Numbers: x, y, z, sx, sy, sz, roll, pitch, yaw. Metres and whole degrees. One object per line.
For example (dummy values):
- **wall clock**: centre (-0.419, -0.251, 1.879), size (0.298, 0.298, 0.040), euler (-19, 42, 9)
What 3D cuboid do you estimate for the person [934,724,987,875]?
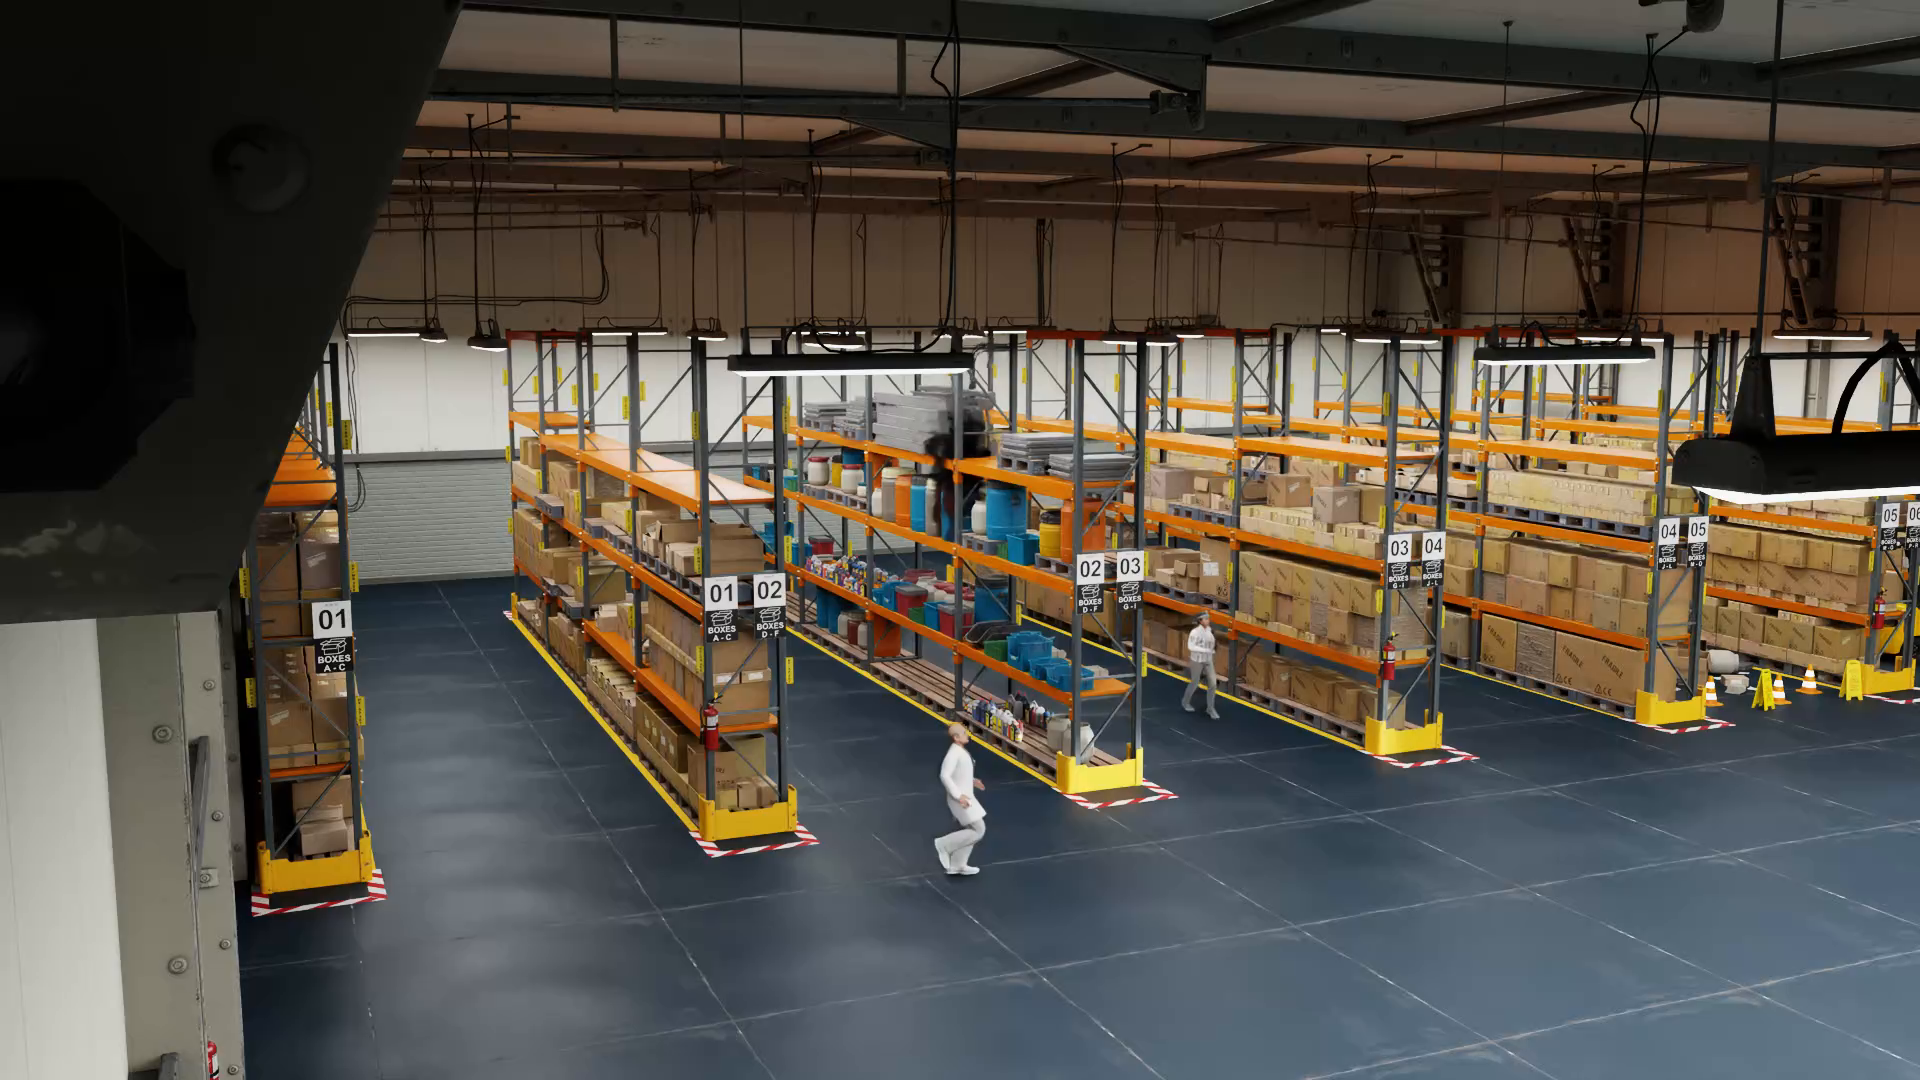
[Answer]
- **person**: centre (0.000, 2.929, 18.831), size (0.592, 1.710, 0.716), euler (0, 8, -2)

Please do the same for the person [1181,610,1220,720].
- **person**: centre (3.786, 1.942, 26.198), size (0.596, 1.739, 0.747), euler (-5, 9, -32)
